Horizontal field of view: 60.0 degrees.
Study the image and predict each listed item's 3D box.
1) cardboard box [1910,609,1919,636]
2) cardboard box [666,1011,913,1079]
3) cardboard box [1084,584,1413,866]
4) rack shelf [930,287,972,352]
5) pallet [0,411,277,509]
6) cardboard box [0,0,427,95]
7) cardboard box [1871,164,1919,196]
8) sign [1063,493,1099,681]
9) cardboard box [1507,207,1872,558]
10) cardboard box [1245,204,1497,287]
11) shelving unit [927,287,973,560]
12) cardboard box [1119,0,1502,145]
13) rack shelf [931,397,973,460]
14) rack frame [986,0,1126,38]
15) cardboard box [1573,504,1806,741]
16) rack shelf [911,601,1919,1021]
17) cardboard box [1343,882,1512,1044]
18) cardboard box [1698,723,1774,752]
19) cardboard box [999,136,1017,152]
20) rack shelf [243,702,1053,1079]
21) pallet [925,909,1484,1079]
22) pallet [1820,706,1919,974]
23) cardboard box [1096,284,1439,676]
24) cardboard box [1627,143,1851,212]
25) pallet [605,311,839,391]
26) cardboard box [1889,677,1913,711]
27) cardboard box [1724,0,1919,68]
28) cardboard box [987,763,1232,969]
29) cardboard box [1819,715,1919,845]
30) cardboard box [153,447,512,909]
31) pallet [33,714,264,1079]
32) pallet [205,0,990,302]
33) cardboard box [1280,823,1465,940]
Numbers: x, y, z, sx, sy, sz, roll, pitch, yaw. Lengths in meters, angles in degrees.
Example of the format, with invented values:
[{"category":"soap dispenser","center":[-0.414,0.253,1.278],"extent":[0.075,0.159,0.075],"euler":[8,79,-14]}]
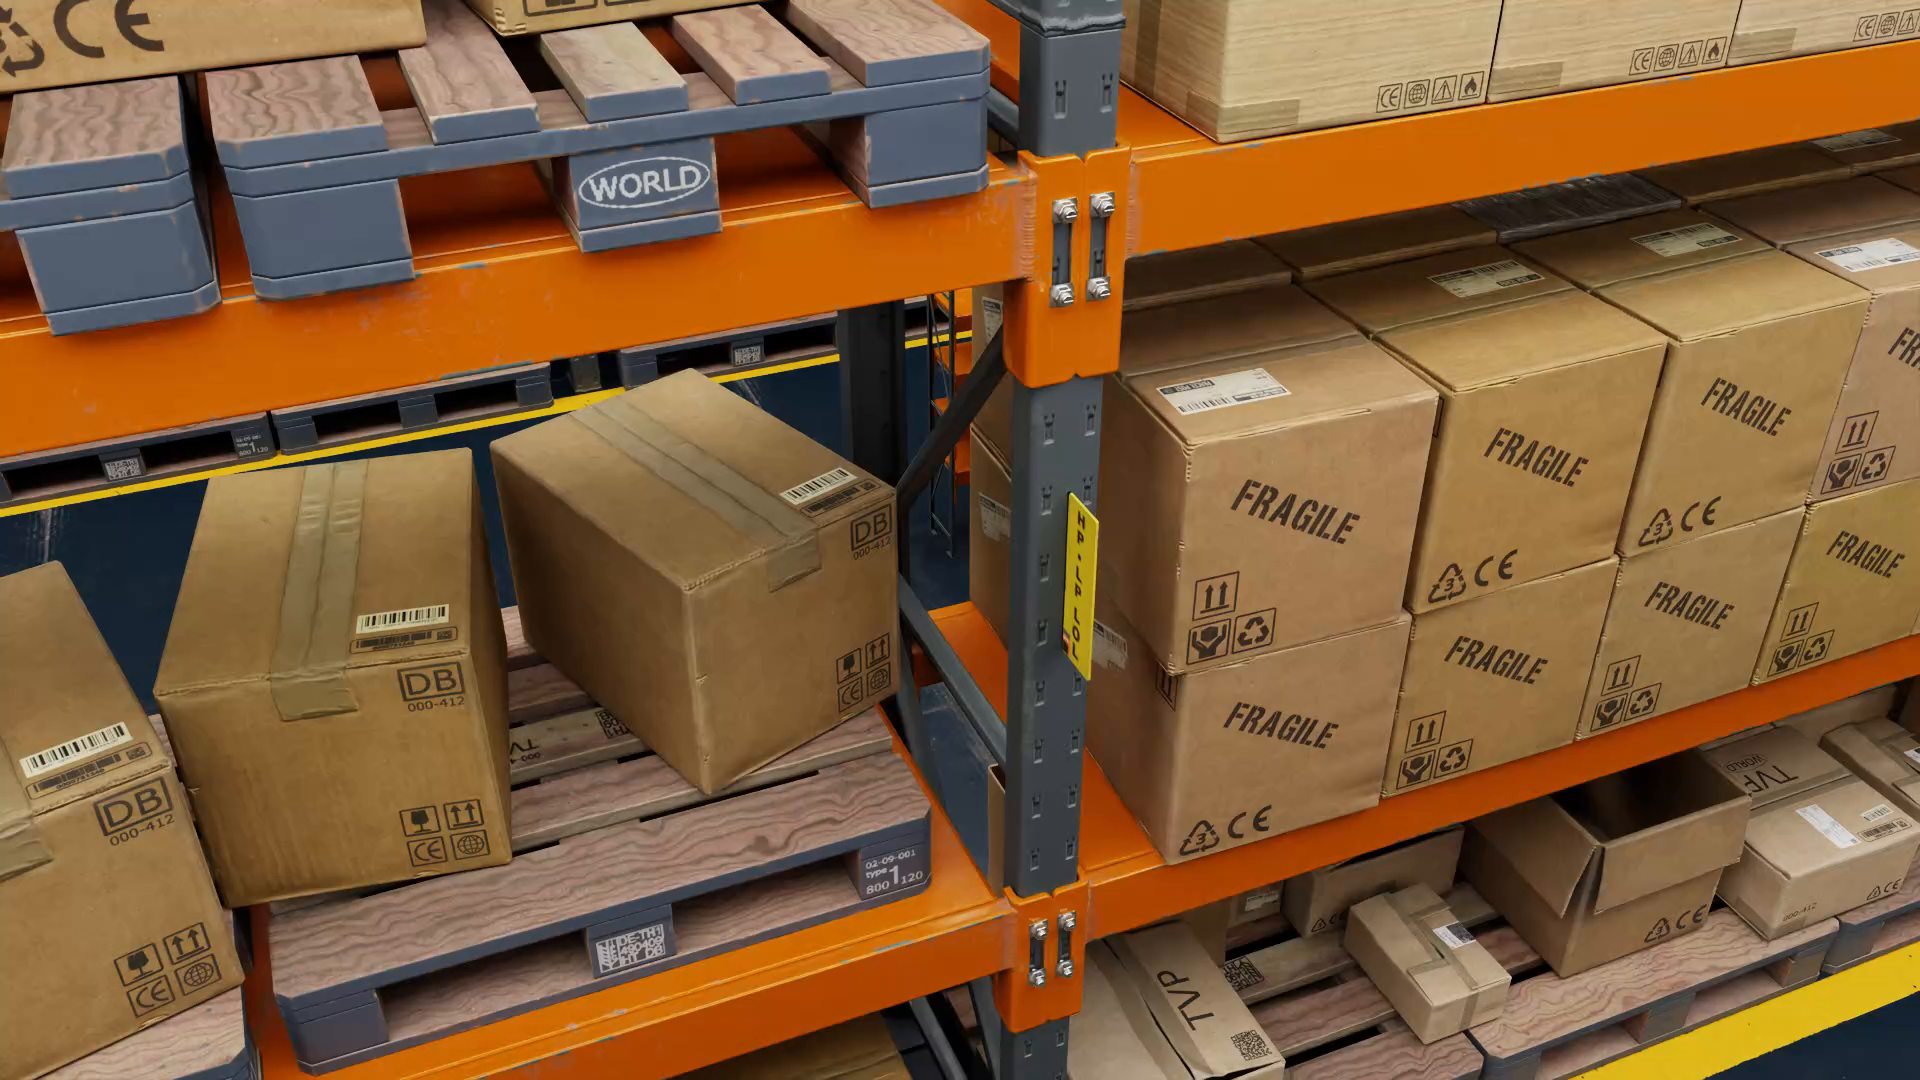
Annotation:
[{"category":"cardboard box","center":[2.426,-0.152,4.142],"extent":[0.500,0.500,0.500],"euler":[-13,35,-19]},{"category":"cardboard box","center":[-0.360,1.401,3.735],"extent":[0.500,0.500,0.500],"euler":[-13,35,-19]},{"category":"cardboard box","center":[0.560,0.277,3.483],"extent":[0.500,0.500,0.500],"euler":[-12,35,-18]},{"category":"rack shelf","center":[0.153,-0.867,6.262],"extent":[0.480,0.148,0.258],"euler":[-13,35,-19]},{"category":"pallet","center":[-3.745,-0.572,7.435],"extent":[1.213,0.211,1.003],"euler":[-13,35,-19]},{"category":"cardboard box","center":[-1.116,-1.006,2.227],"extent":[0.600,0.600,0.600],"euler":[-13,35,-19]},{"category":"cardboard box","center":[2.427,-0.565,3.860],"extent":[0.500,0.500,0.500],"euler":[-12,35,-18]},{"category":"sign","center":[0.203,0.082,2.812],"extent":[0.005,0.325,0.100],"euler":[-13,35,-19]},{"category":"cardboard box","center":[1.478,-0.347,3.525],"extent":[0.500,0.500,0.500],"euler":[-14,36,-20]},{"category":"cardboard box","center":[0.822,-0.518,3.788],"extent":[0.500,0.500,0.500],"euler":[-14,35,-20]},{"category":"shelving unit","center":[0.153,-0.538,6.476],"extent":[0.503,1.200,0.258],"euler":[-13,35,-19]},{"category":"cardboard box","center":[0.529,-0.884,2.745],"extent":[0.500,0.250,0.500],"euler":[-13,35,-19]},{"category":"rack shelf","center":[0.153,-0.481,6.513],"extent":[0.480,0.148,0.258],"euler":[-13,35,-19]},{"category":"rack frame","center":[-0.015,-2.225,1.919],"extent":[0.127,3.000,1.000],"euler":[-13,35,-19]},{"category":"cardboard box","center":[1.493,0.062,3.812],"extent":[0.500,0.500,0.500],"euler":[-13,35,-19]},{"category":"rack shelf","center":[1.829,0.168,4.400],"extent":[4.000,0.370,1.077],"euler":[-13,35,-19]},{"category":"cardboard box","center":[1.249,1.125,4.465],"extent":[0.250,0.166,0.380],"euler":[-13,35,-19]},{"category":"cardboard box","center":[2.139,0.596,5.201],"extent":[0.500,0.250,0.500],"euler":[-13,35,-19]},{"category":"cardboard box","center":[0.251,-2.161,8.632],"extent":[0.250,0.149,0.380],"euler":[-12,35,-18]},{"category":"rack shelf","center":[-1.860,1.013,3.102],"extent":[4.000,0.370,1.077],"euler":[-13,35,-19]},{"category":"pallet","center":[0.618,1.314,4.538],"extent":[1.213,0.211,1.003],"euler":[-13,35,-19]},{"category":"pallet","center":[2.868,0.798,5.330],"extent":[1.213,0.211,1.003],"euler":[-13,35,-19]},{"category":"cardboard box","center":[0.528,-0.130,3.191],"extent":[0.500,0.500,0.500],"euler":[-12,35,-18]},{"category":"cardboard box","center":[1.751,-0.730,4.113],"extent":[0.500,0.500,0.500],"euler":[-13,35,-19]},{"category":"pallet","center":[-1.205,-1.153,8.329],"extent":[1.213,0.211,1.003],"euler":[-13,35,-19]},{"category":"cardboard box","center":[2.923,0.416,5.555],"extent":[0.250,0.166,0.380],"euler":[-13,35,-19]},{"category":"cardboard box","center":[1.453,-1.092,3.065],"extent":[0.500,0.250,0.500],"euler":[-13,35,-19]},{"category":"cardboard box","center":[0.400,0.890,4.521],"extent":[0.500,0.500,0.500],"euler":[-13,35,-19]},{"category":"cardboard box","center":[2.858,0.727,5.077],"extent":[0.250,0.166,0.380],"euler":[-13,35,-19]},{"category":"cardboard box","center":[-1.148,0.236,3.160],"extent":[0.500,0.500,0.700],"euler":[-8,34,-11]},{"category":"pallet","center":[-1.912,0.801,2.944],"extent":[1.213,0.211,1.003],"euler":[-13,35,-19]},{"category":"pallet","center":[-0.644,-0.787,2.631],"extent":[1.003,0.211,1.213],"euler":[-13,35,-19]},{"category":"cardboard box","center":[1.092,0.810,4.816],"extent":[0.500,0.311,0.500],"euler":[-13,35,-19]}]
